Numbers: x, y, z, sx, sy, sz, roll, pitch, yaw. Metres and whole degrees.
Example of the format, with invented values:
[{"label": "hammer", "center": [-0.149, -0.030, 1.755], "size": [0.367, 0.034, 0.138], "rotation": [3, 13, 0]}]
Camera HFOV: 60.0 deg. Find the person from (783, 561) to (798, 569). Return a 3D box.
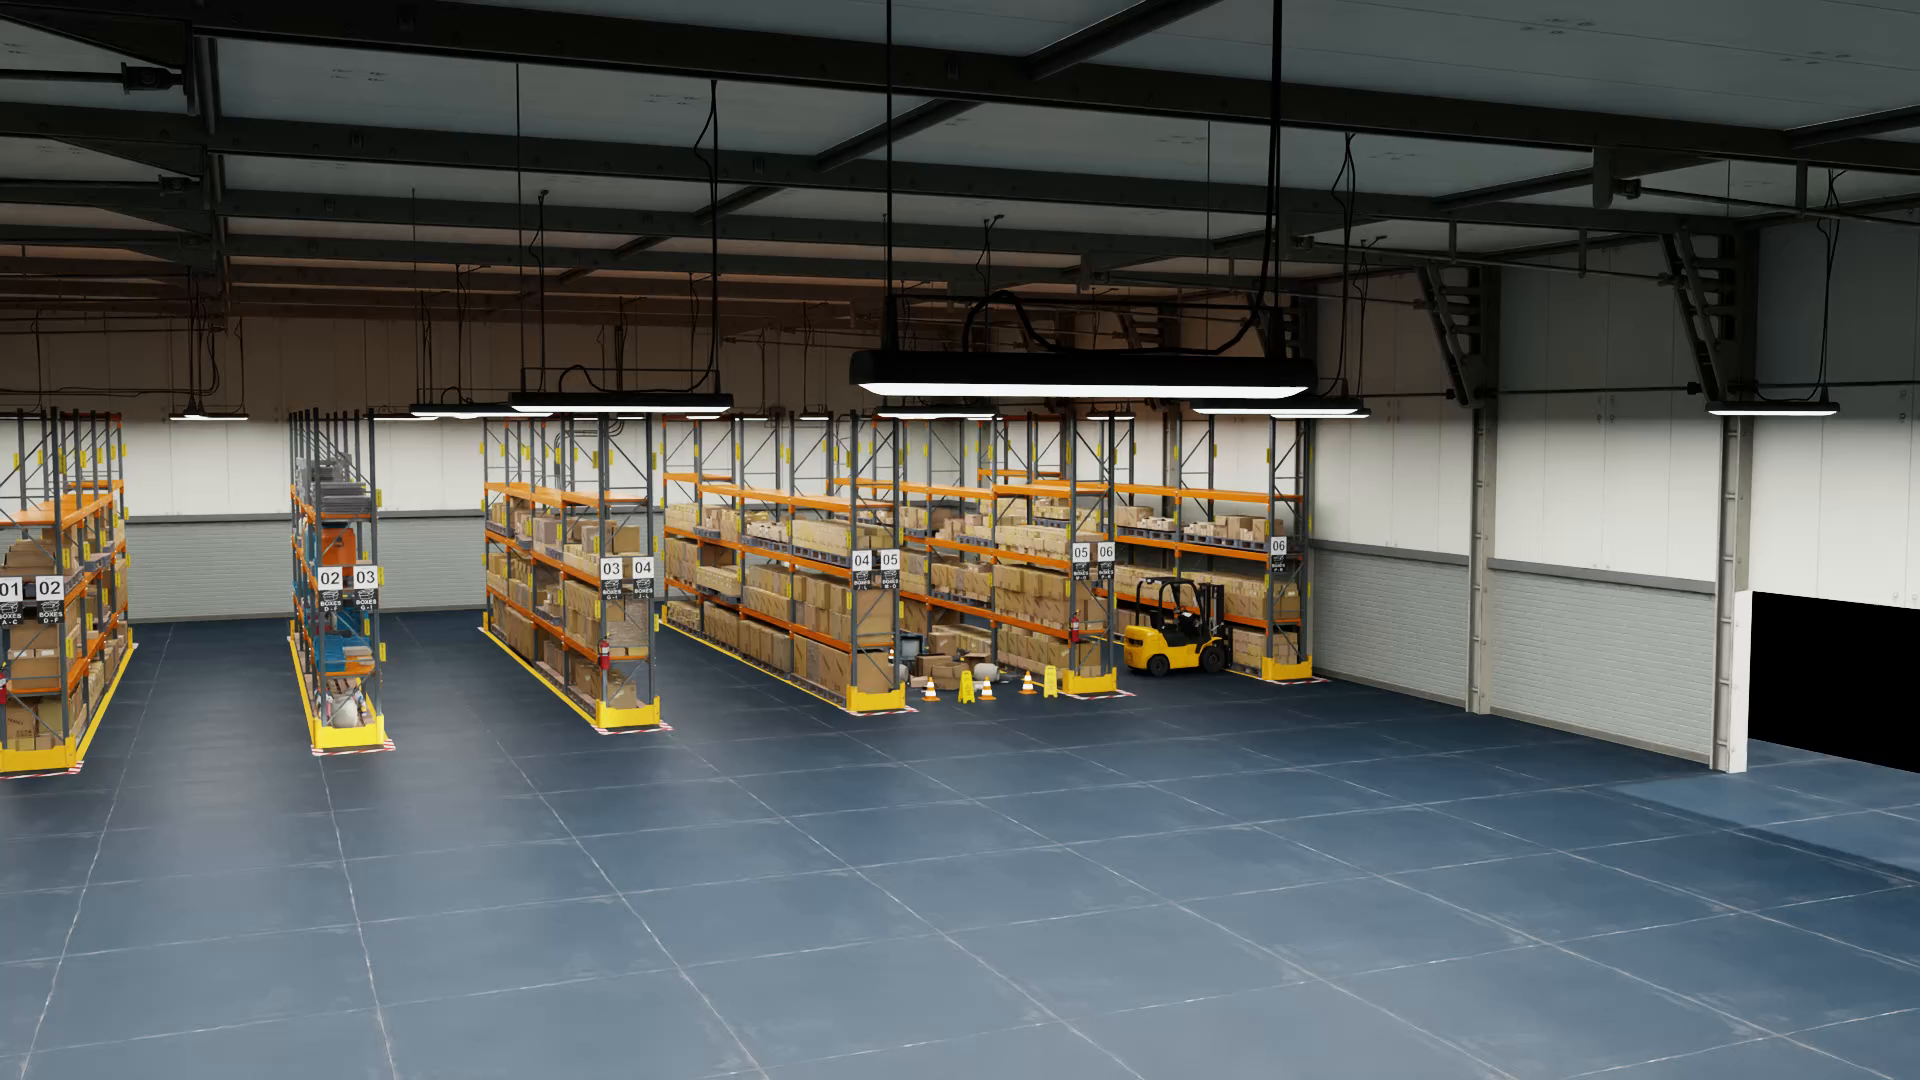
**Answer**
[{"label": "person", "center": [-5.374, 1.155, 52.747], "size": [0.514, 1.726, 1.019], "rotation": [4, 6, 43]}]
